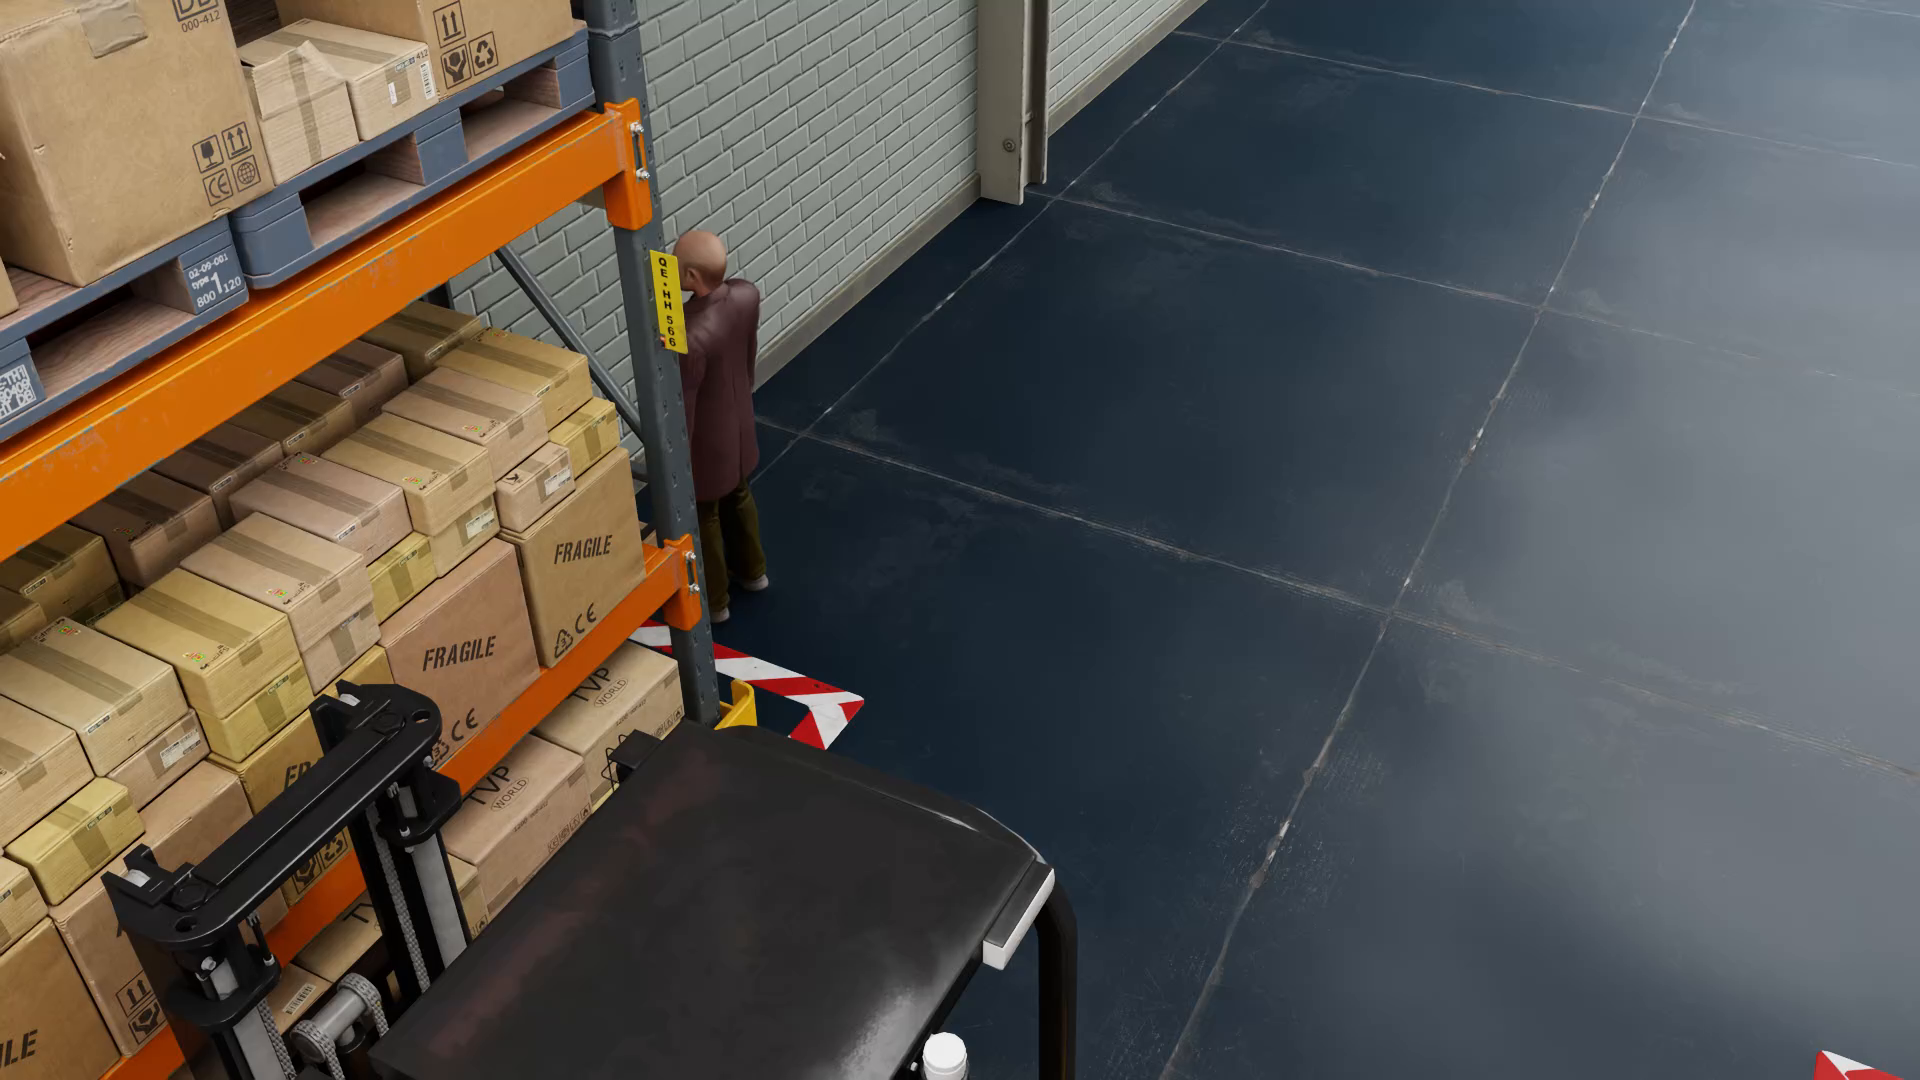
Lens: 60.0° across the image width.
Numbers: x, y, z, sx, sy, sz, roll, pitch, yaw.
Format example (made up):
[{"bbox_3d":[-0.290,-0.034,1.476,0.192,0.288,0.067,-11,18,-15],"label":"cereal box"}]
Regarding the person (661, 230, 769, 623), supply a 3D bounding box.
[{"bbox_3d":[-1.069,-0.448,6.728,0.471,1.804,0.647,17,41,21],"label":"person"}]
